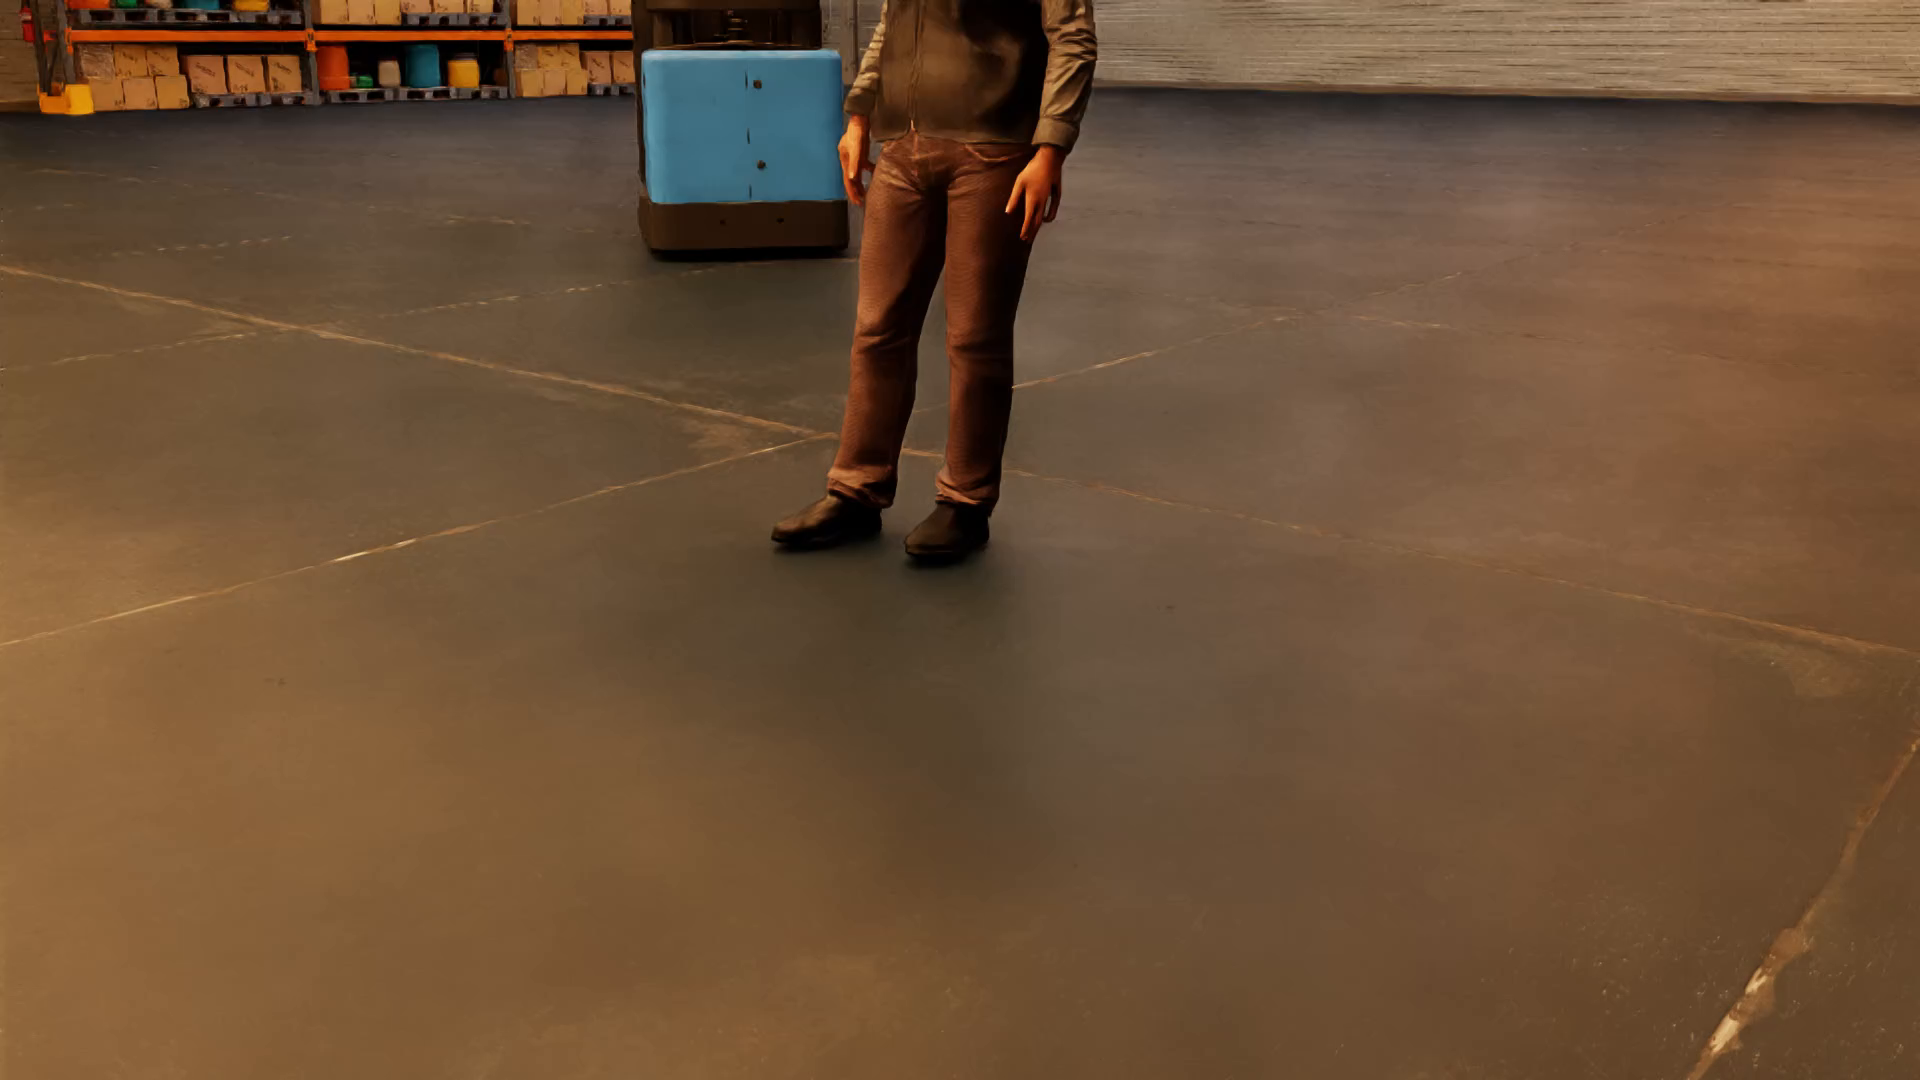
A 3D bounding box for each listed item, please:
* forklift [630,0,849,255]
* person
[{"bbox_3d":[-1.402,-3.309,9.795,1.130,2.935,3.031,-3,17,-11],"label":"forklift"},{"bbox_3d":[-0.046,-0.818,3.649,0.632,1.720,0.567,13,21,37],"label":"person"}]
